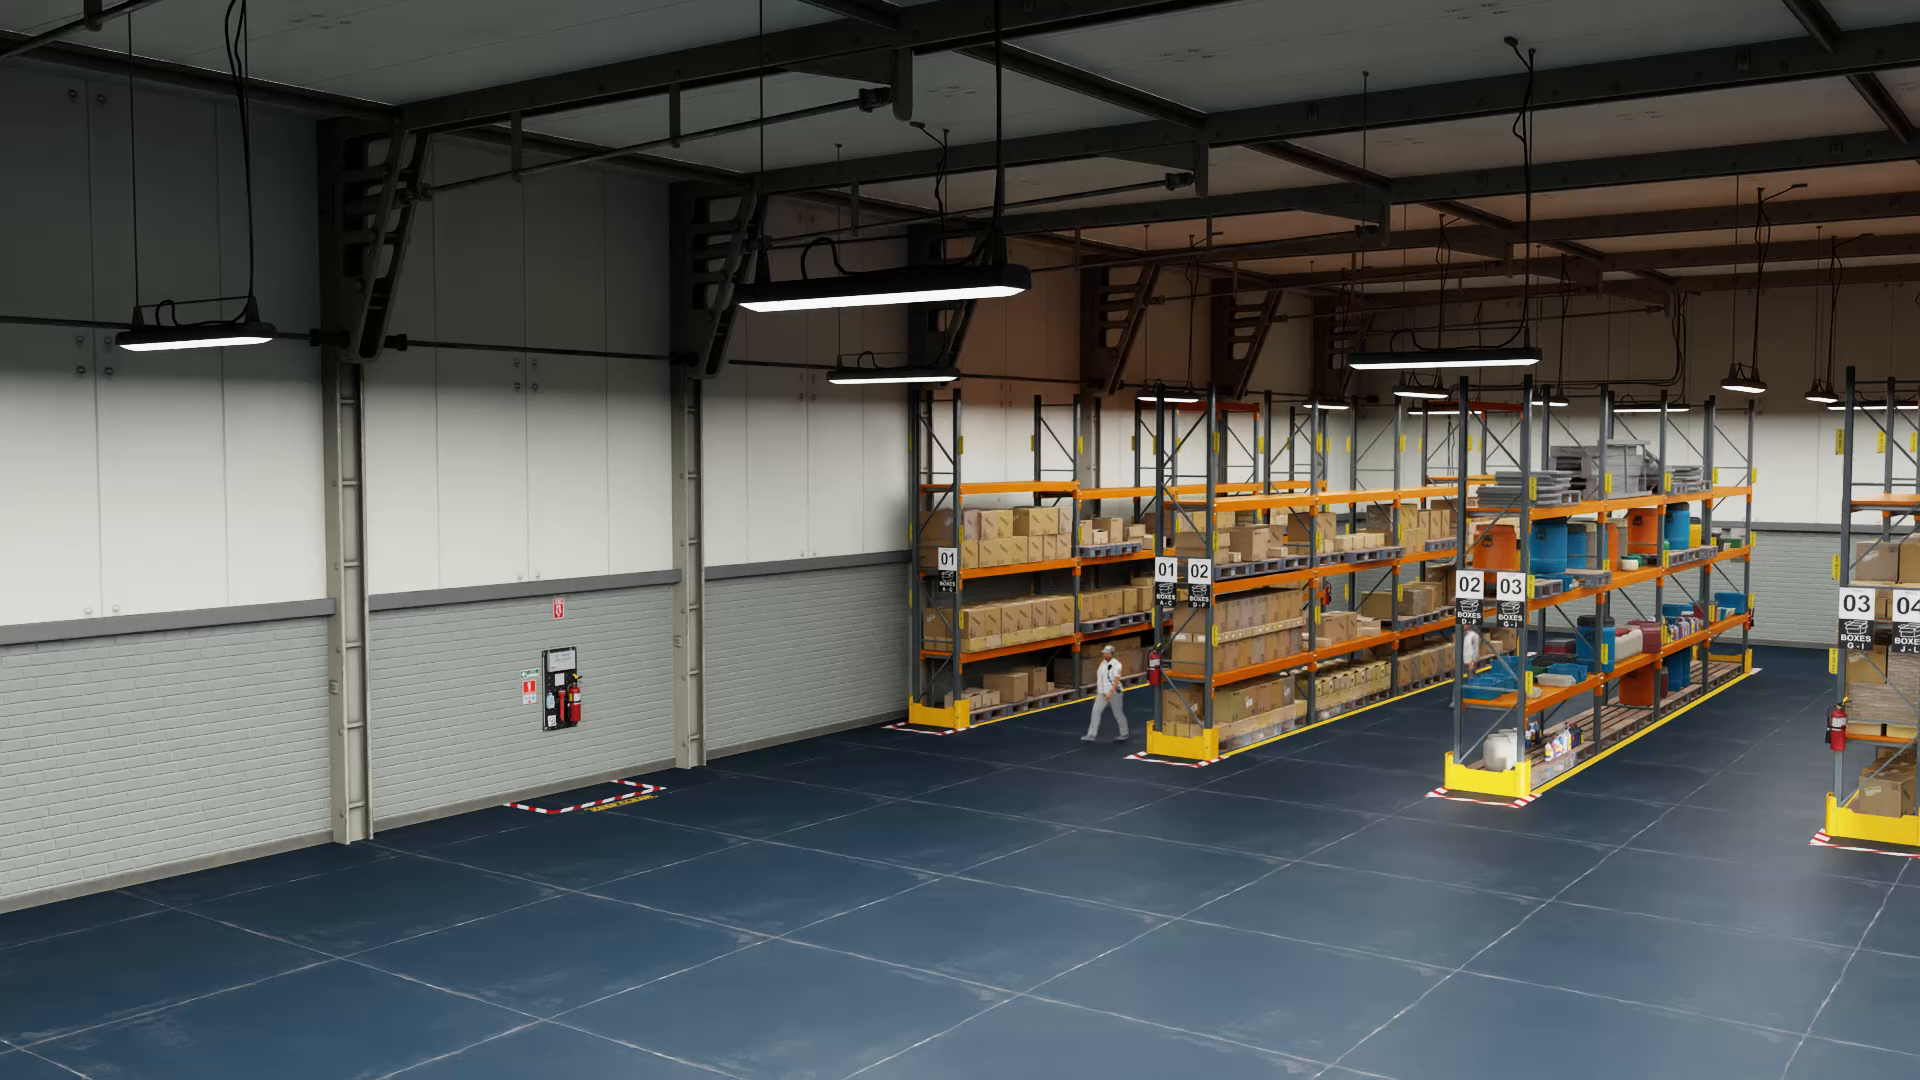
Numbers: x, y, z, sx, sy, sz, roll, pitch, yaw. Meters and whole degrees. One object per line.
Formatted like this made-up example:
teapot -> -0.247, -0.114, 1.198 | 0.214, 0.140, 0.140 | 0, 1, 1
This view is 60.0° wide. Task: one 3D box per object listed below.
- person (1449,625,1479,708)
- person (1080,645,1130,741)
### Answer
person -> 9.654, 2.316, 31.746 | 0.520, 1.713, 1.079 | 2, 4, 27
person -> 2.467, 2.580, 27.980 | 0.975, 1.610, 0.496 | -3, 5, -44
